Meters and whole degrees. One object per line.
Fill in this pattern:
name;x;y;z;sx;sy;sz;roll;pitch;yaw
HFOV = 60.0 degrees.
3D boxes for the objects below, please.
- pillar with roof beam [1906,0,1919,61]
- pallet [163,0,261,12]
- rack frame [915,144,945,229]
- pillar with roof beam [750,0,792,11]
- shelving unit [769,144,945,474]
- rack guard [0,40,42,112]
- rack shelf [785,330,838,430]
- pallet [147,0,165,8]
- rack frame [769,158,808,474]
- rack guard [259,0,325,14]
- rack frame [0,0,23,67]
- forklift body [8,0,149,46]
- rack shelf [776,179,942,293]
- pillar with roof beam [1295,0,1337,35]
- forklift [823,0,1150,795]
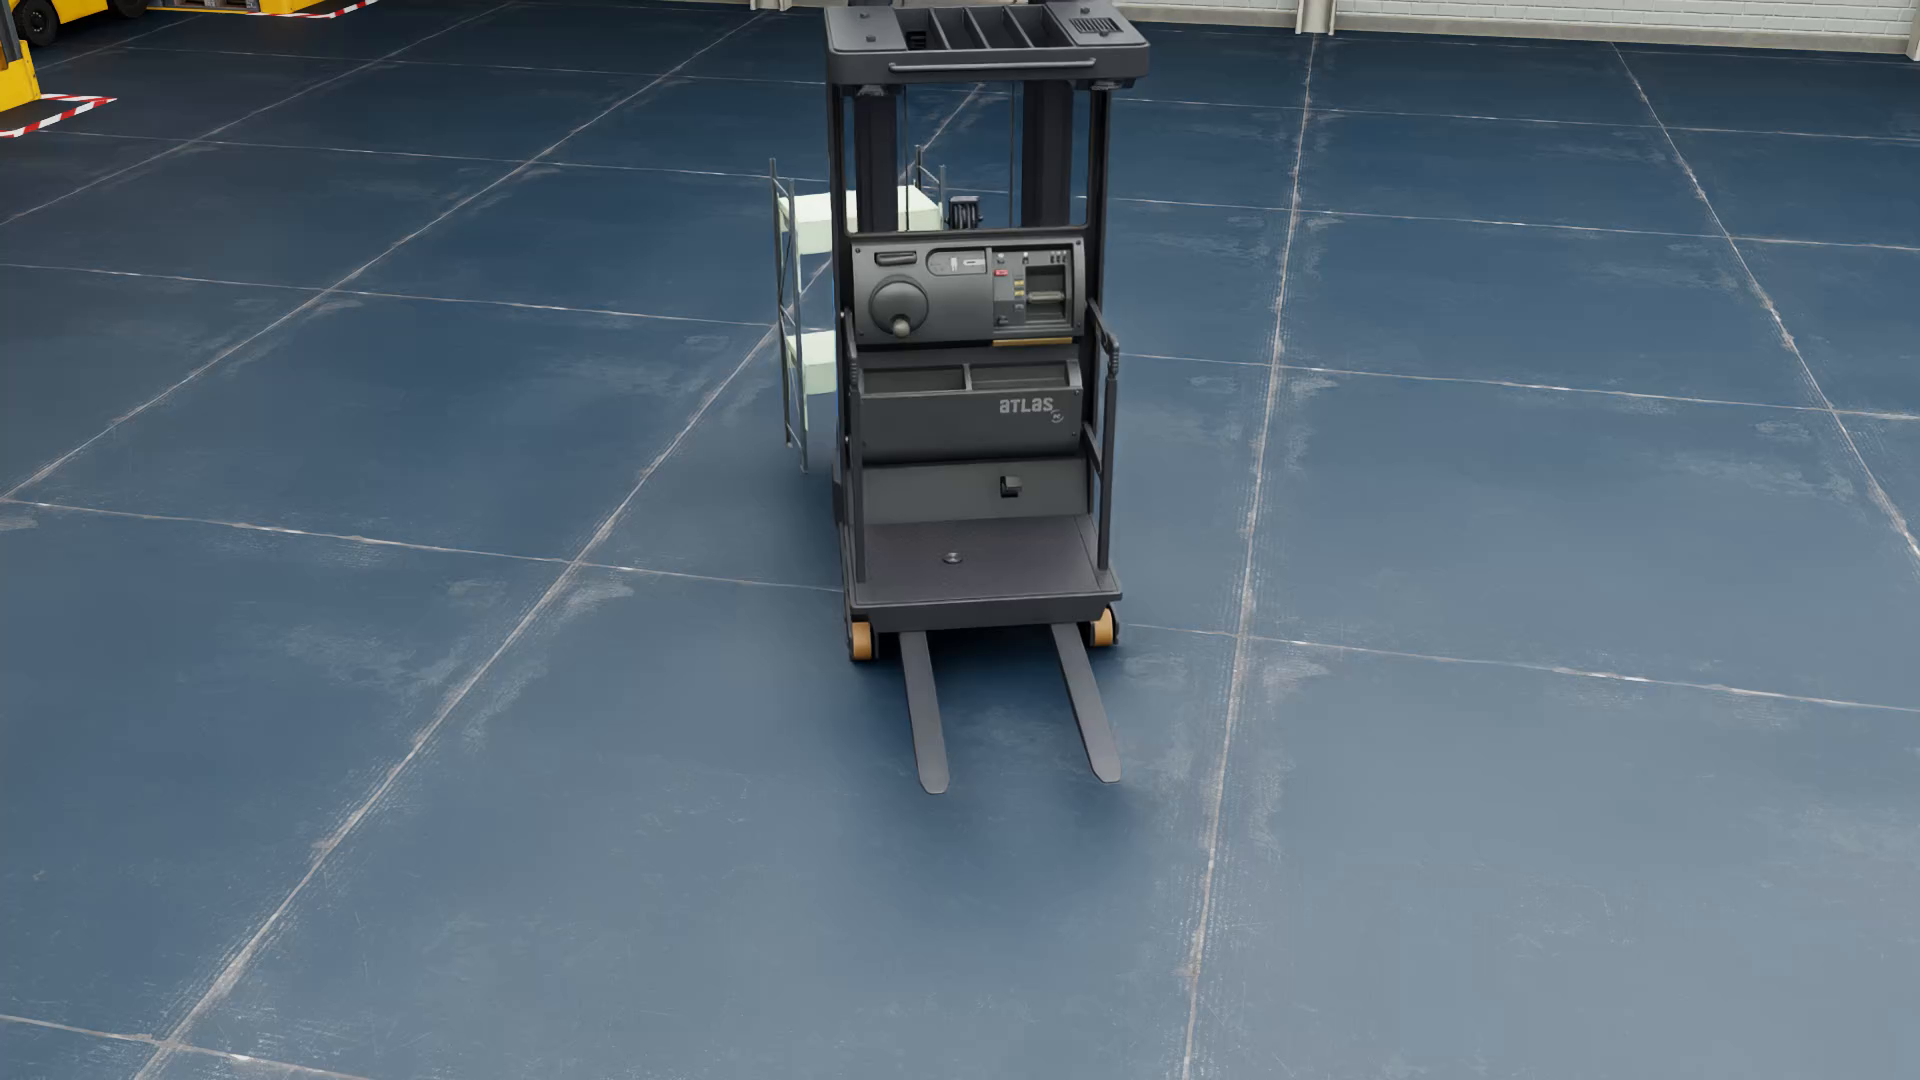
pillar with roof beam;8.719;-6.703;10.622;0.400;9.000;9.100;6;29;11
pallet;-8.249;-6.239;18.926;1.213;0.211;1.003;6;29;11
rack frame;-0.146;-1.197;8.373;0.023;1.500;0.400;-9;30;-17
pillar with roof beam;-3.017;-7.906;12.820;0.400;9.000;9.100;6;29;11
shelving unit;-0.492;-1.141;8.269;0.755;1.500;0.431;-9;30;-17
rack guard;-8.600;-3.985;14.508;0.348;0.500;1.175;6;29;11
rack shelf;-0.492;-0.854;8.425;0.720;0.370;0.431;-9;30;-17
pallet;-9.439;-6.362;19.151;1.213;0.211;1.003;6;29;11
rack frame;-0.839;-1.084;8.165;0.023;1.500;0.400;-9;30;-17
rack guard;-7.469;-6.306;18.748;0.348;0.500;1.175;6;29;11
rack frame;-8.526;-5.073;13.894;0.127;3.000;1.000;6;29;11
forklift body;-9.728;-6.366;17.138;1.214;2.155;2.313;6;29;11
rack shelf;-0.493;-1.484;8.083;0.720;0.370;0.431;-9;30;-17
pillar with roof beam;2.851;-7.304;11.721;0.400;9.000;9.100;6;29;11
forklift;0.063;-0.961;6.453;1.130;2.935;3.031;-3;29;-5
